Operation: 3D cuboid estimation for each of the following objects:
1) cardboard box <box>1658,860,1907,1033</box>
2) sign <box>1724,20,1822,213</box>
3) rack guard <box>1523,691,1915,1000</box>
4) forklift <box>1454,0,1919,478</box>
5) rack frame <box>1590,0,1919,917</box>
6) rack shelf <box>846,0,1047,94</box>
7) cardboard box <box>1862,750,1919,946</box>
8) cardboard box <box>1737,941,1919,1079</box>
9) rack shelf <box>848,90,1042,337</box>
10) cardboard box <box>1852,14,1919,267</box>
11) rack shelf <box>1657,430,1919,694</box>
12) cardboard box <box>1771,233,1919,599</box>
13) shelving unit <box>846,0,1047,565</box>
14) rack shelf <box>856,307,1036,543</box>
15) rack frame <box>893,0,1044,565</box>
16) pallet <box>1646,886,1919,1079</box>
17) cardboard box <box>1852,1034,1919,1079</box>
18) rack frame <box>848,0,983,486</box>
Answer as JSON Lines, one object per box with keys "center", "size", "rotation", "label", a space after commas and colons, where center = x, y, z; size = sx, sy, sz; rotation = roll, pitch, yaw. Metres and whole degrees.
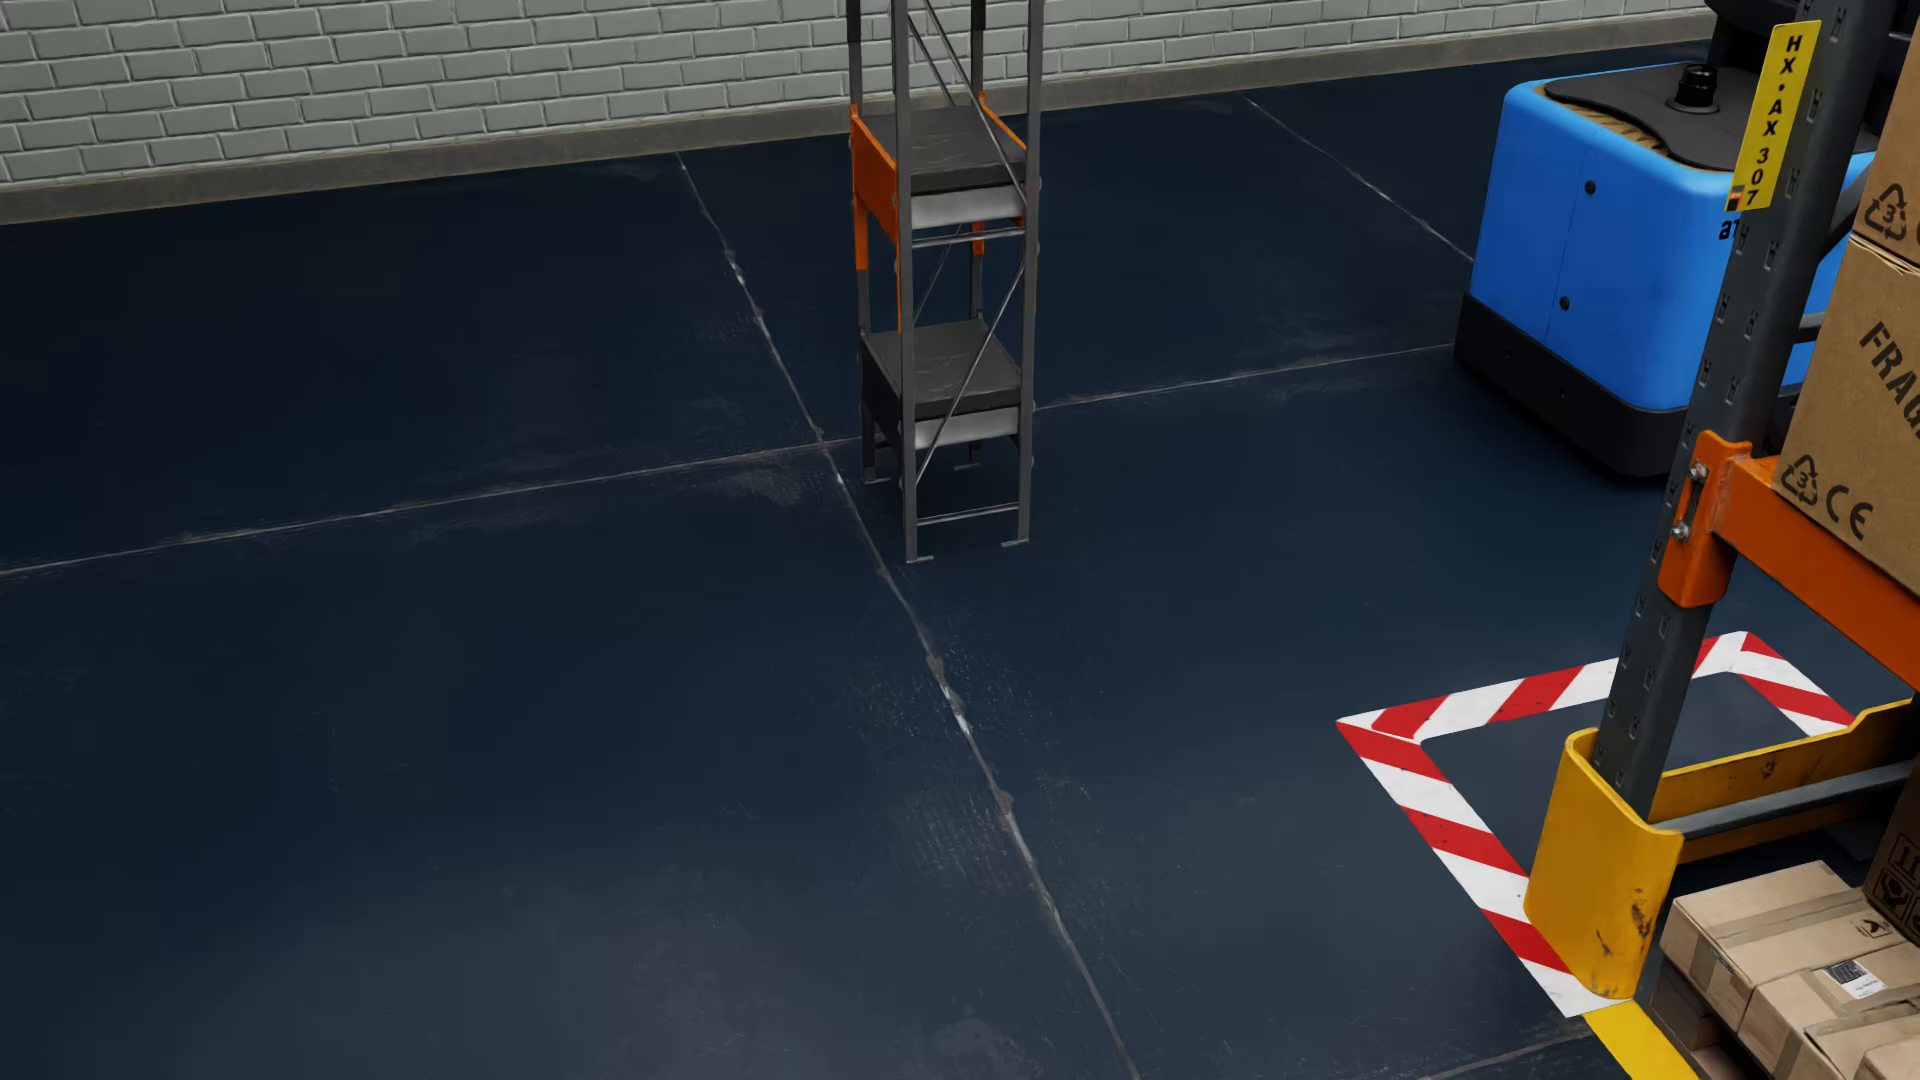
{"center": [1.700, 0.837, 3.449], "size": [0.380, 0.149, 0.250], "rotation": [-10, 35, -15], "label": "cardboard box"}
{"center": [1.383, -0.716, 2.828], "size": [0.100, 0.325, 0.005], "rotation": [-10, 35, -15], "label": "sign"}
{"center": [1.923, 0.636, 3.833], "size": [1.175, 0.500, 0.348], "rotation": [-10, 35, -15], "label": "rack guard"}
{"center": [3.409, -1.911, 5.483], "size": [3.031, 2.935, 1.130], "rotation": [-11, 35, -17], "label": "forklift"}
{"center": [1.900, -0.446, 3.205], "size": [1.000, 3.000, 0.127], "rotation": [-10, 35, -15], "label": "rack frame"}
{"center": [-0.050, -1.536, 4.424], "size": [0.431, 0.518, 0.480], "rotation": [-10, 35, -15], "label": "rack shelf"}
{"center": [2.300, 0.657, 3.403], "size": [0.500, 0.500, 0.500], "rotation": [-10, 35, -15], "label": "cardboard box"}
{"center": [1.776, 0.961, 3.246], "size": [0.380, 0.166, 0.250], "rotation": [-10, 35, -15], "label": "cardboard box"}
{"center": [-0.050, -0.952, 4.810], "size": [0.431, 0.518, 0.480], "rotation": [-10, 35, -15], "label": "rack shelf"}
{"center": [1.784, -0.628, 2.482], "size": [0.500, 0.500, 0.500], "rotation": [-9, 35, -13], "label": "cardboard box"}
{"center": [2.510, 0.904, 1.814], "size": [1.077, 0.370, 4.000], "rotation": [-10, 35, -15], "label": "rack shelf"}
{"center": [1.784, -0.211, 2.757], "size": [0.500, 0.500, 0.500], "rotation": [-9, 35, -14], "label": "cardboard box"}
{"center": [-0.050, -0.963, 4.803], "size": [0.431, 2.100, 0.503], "rotation": [-10, 35, -15], "label": "shelving unit"}
{"center": [-0.050, -0.368, 5.196], "size": [0.431, 0.518, 0.480], "rotation": [-10, 35, -15], "label": "rack shelf"}
{"center": [0.024, -0.835, 4.609], "size": [0.400, 2.100, 0.015], "rotation": [-10, 35, -15], "label": "rack frame"}
{"center": [2.167, 1.176, 3.280], "size": [1.003, 0.211, 1.213], "rotation": [-10, 35, -15], "label": "pallet"}
{"center": [1.948, 1.113, 2.940], "size": [0.500, 0.250, 0.500], "rotation": [-10, 35, -15], "label": "cardboard box"}
{"center": [-0.125, -1.091, 4.997], "size": [0.400, 2.100, 0.015], "rotation": [-10, 35, -15], "label": "rack frame"}
